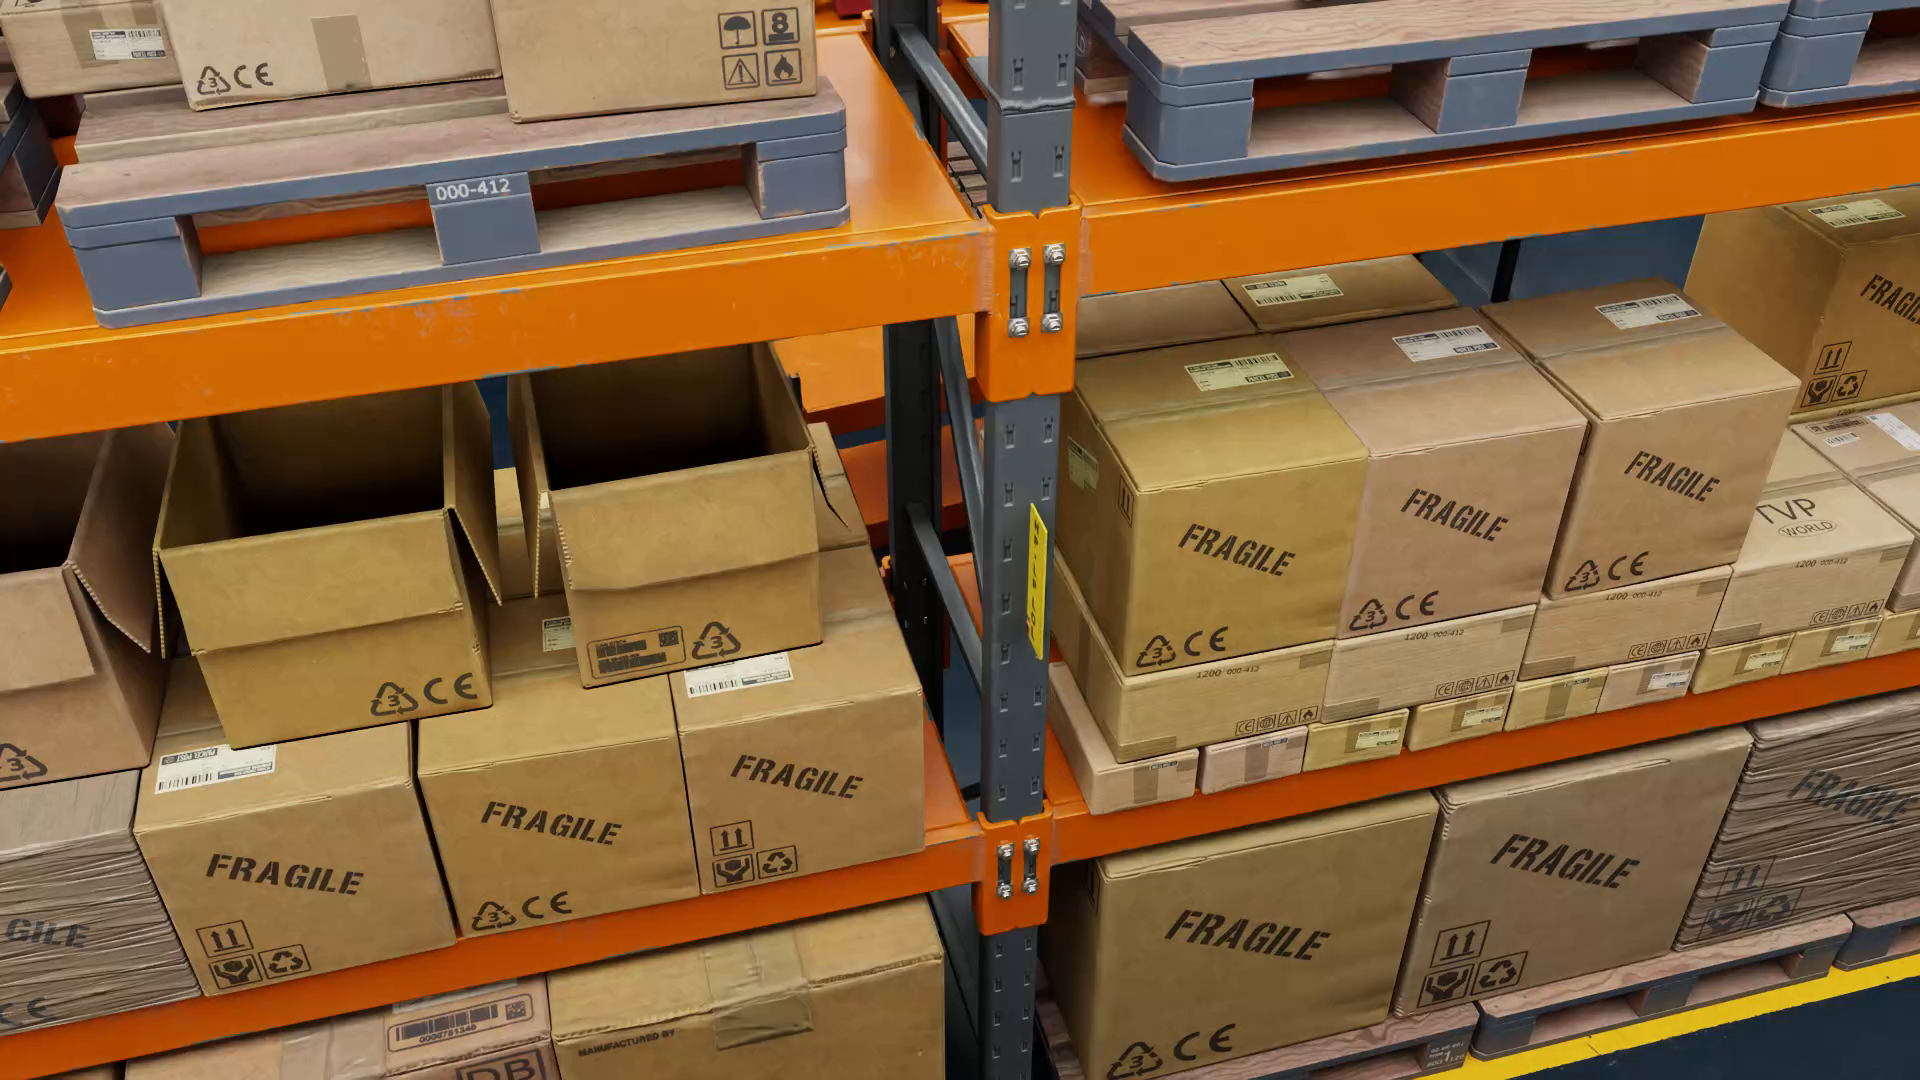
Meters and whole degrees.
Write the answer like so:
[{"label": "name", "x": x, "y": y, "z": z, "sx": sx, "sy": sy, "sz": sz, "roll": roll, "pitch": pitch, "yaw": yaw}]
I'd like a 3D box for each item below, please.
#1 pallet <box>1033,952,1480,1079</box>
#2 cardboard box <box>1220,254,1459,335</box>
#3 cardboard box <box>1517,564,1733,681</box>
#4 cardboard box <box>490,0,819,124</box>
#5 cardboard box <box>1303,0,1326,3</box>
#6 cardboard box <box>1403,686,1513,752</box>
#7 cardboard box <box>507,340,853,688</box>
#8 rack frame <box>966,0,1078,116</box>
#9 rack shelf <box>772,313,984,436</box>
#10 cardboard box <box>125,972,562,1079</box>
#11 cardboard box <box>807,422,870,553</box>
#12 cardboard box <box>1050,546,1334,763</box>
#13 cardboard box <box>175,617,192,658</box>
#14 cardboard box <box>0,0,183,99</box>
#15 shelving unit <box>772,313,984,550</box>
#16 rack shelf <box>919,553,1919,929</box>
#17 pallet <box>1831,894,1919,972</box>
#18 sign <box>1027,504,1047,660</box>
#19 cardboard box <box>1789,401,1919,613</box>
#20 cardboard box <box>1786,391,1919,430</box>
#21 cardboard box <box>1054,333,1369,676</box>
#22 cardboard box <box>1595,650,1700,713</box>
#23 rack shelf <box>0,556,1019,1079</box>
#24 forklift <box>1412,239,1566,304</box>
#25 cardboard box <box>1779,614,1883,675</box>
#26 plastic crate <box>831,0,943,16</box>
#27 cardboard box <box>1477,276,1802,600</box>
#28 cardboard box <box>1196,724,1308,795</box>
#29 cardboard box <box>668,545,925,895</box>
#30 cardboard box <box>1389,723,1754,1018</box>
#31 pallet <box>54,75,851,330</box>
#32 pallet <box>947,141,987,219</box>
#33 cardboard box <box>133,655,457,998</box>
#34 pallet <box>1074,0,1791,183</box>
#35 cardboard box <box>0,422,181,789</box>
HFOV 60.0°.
[{"label": "pallet", "x": 0.754, "y": 1.229, "z": 4.970, "sx": 1.213, "sy": 0.211, "sz": 1.003, "roll": -9, "pitch": 38, "yaw": -12}, {"label": "cardboard box", "x": 0.858, "y": -0.467, "z": 4.154, "sx": 0.500, "sy": 0.500, "sz": 0.500, "roll": -9, "pitch": 38, "yaw": -11}, {"label": "cardboard box", "x": 1.501, "y": 0.055, "z": 4.088, "sx": 0.500, "sy": 0.250, "sz": 0.500, "roll": -8, "pitch": 38, "yaw": -11}, {"label": "cardboard box", "x": -0.558, "y": -1.104, "z": 2.828, "sx": 0.500, "sy": 0.500, "sz": 0.700, "roll": -8, "pitch": 38, "yaw": -11}, {"label": "cardboard box", "x": 0.739, "y": -1.401, "z": 3.134, "sx": 0.500, "sy": 0.500, "sz": 0.700, "roll": -12, "pitch": 39, "yaw": -15}, {"label": "cardboard box", "x": 1.133, "y": 0.317, "z": 4.073, "sx": 0.250, "sy": 0.149, "sz": 0.380, "roll": -10, "pitch": 39, "yaw": -13}, {"label": "cardboard box", "x": -0.615, "y": -0.136, "z": 3.552, "sx": 0.637, "sy": 0.503, "sz": 0.797, "roll": -10, "pitch": 39, "yaw": -13}, {"label": "rack frame", "x": -0.001, "y": -2.187, "z": 2.203, "sx": 0.127, "sy": 3.000, "sz": 1.000, "roll": -9, "pitch": 38, "yaw": -12}, {"label": "rack shelf", "x": -0.177, "y": -0.592, "z": 6.116, "sx": 1.000, "sy": 0.278, "sz": 0.538, "roll": -14, "pitch": 40, "yaw": -17}, {"label": "cardboard box", "x": -1.476, "y": 1.128, "z": 4.210, "sx": 0.875, "sy": 0.875, "sz": 1.225, "roll": -11, "pitch": 39, "yaw": -14}, {"label": "cardboard box", "x": -0.510, "y": 0.082, "z": 4.091, "sx": 0.500, "sy": 0.500, "sz": 0.500, "roll": -9, "pitch": 38, "yaw": -12}, {"label": "cardboard box", "x": 0.521, "y": 0.216, "z": 3.877, "sx": 0.500, "sy": 0.250, "sz": 0.500, "roll": -10, "pitch": 39, "yaw": -13}, {"label": "cardboard box", "x": -1.478, "y": 0.241, "z": 3.883, "sx": 0.500, "sy": 0.500, "sz": 0.500, "roll": -10, "pitch": 39, "yaw": -13}, {"label": "cardboard box", "x": -1.477, "y": -0.915, "z": 2.869, "sx": 0.250, "sy": 0.149, "sz": 0.380, "roll": -11, "pitch": 39, "yaw": -14}, {"label": "shelving unit", "x": -0.177, "y": -0.359, "z": 6.294, "sx": 1.048, "sy": 1.125, "sz": 0.538, "roll": -14, "pitch": 40, "yaw": -17}, {"label": "rack shelf", "x": 1.930, "y": 0.165, "z": 4.658, "sx": 4.000, "sy": 0.370, "sz": 1.077, "roll": -9, "pitch": 38, "yaw": -12}, {"label": "pallet", "x": 3.109, "y": 0.842, "z": 5.475, "sx": 1.213, "sy": 0.211, "sz": 1.003, "roll": -9, "pitch": 38, "yaw": -12}, {"label": "sign", "x": 0.150, "y": 0.084, "z": 3.284, "sx": 0.005, "sy": 0.325, "sz": 0.100, "roll": -9, "pitch": 38, "yaw": -12}, {"label": "cardboard box", "x": 2.481, "y": -0.103, "z": 4.295, "sx": 0.500, "sy": 0.250, "sz": 0.500, "roll": -11, "pitch": 39, "yaw": -13}, {"label": "cardboard box", "x": 2.341, "y": -0.415, "z": 4.702, "sx": 0.500, "sy": 0.250, "sz": 0.500, "roll": -11, "pitch": 39, "yaw": -13}, {"label": "cardboard box", "x": 0.528, "y": -0.087, "z": 3.656, "sx": 0.500, "sy": 0.500, "sz": 0.500, "roll": -9, "pitch": 38, "yaw": -12}, {"label": "cardboard box", "x": 1.623, "y": 0.238, "z": 4.177, "sx": 0.250, "sy": 0.149, "sz": 0.380, "roll": -9, "pitch": 38, "yaw": -11}, {"label": "rack shelf", "x": -1.932, "y": 0.798, "z": 3.830, "sx": 4.000, "sy": 0.370, "sz": 1.077, "roll": -9, "pitch": 38, "yaw": -12}, {"label": "forklift", "x": 1.687, "y": -1.627, "z": 6.465, "sx": 3.031, "sy": 2.935, "sz": 1.130, "roll": -14, "pitch": 40, "yaw": -18}, {"label": "cardboard box", "x": 2.127, "y": 0.153, "z": 4.287, "sx": 0.250, "sy": 0.149, "sz": 0.380, "roll": -9, "pitch": 38, "yaw": -11}, {"label": "plastic crate", "x": -0.365, "y": -2.753, "z": 7.778, "sx": 0.583, "sy": 0.464, "sz": 0.402, "roll": -9, "pitch": 38, "yaw": -12}, {"label": "cardboard box", "x": 1.507, "y": -0.245, "z": 3.863, "sx": 0.500, "sy": 0.500, "sz": 0.500, "roll": -10, "pitch": 39, "yaw": -13}, {"label": "cardboard box", "x": 0.625, "y": 0.402, "z": 3.962, "sx": 0.250, "sy": 0.149, "sz": 0.380, "roll": -11, "pitch": 39, "yaw": -13}, {"label": "cardboard box", "x": -0.381, "y": 0.390, "z": 3.689, "sx": 0.500, "sy": 0.500, "sz": 0.500, "roll": -9, "pitch": 38, "yaw": -12}, {"label": "cardboard box", "x": 1.526, "y": 0.673, "z": 4.805, "sx": 0.875, "sy": 0.875, "sz": 0.875, "roll": -9, "pitch": 38, "yaw": -12}, {"label": "pallet", "x": -0.873, "y": -0.746, "z": 2.944, "sx": 1.217, "sy": 0.209, "sz": 0.805, "roll": -11, "pitch": 39, "yaw": -14}, {"label": "pallet", "x": 0.588, "y": -1.937, "z": 9.108, "sx": 1.213, "sy": 0.211, "sz": 1.003, "roll": -9, "pitch": 38, "yaw": -12}, {"label": "cardboard box", "x": -1.363, "y": 0.551, "z": 3.478, "sx": 0.500, "sy": 0.500, "sz": 0.500, "roll": -10, "pitch": 38, "yaw": -12}, {"label": "pallet", "x": 0.792, "y": -1.084, "z": 3.302, "sx": 1.213, "sy": 0.211, "sz": 1.003, "roll": -9, "pitch": 38, "yaw": -12}, {"label": "cardboard box", "x": -1.877, "y": 0.073, "z": 3.278, "sx": 0.637, "sy": 0.503, "sz": 0.797, "roll": -8, "pitch": 38, "yaw": -10}]
